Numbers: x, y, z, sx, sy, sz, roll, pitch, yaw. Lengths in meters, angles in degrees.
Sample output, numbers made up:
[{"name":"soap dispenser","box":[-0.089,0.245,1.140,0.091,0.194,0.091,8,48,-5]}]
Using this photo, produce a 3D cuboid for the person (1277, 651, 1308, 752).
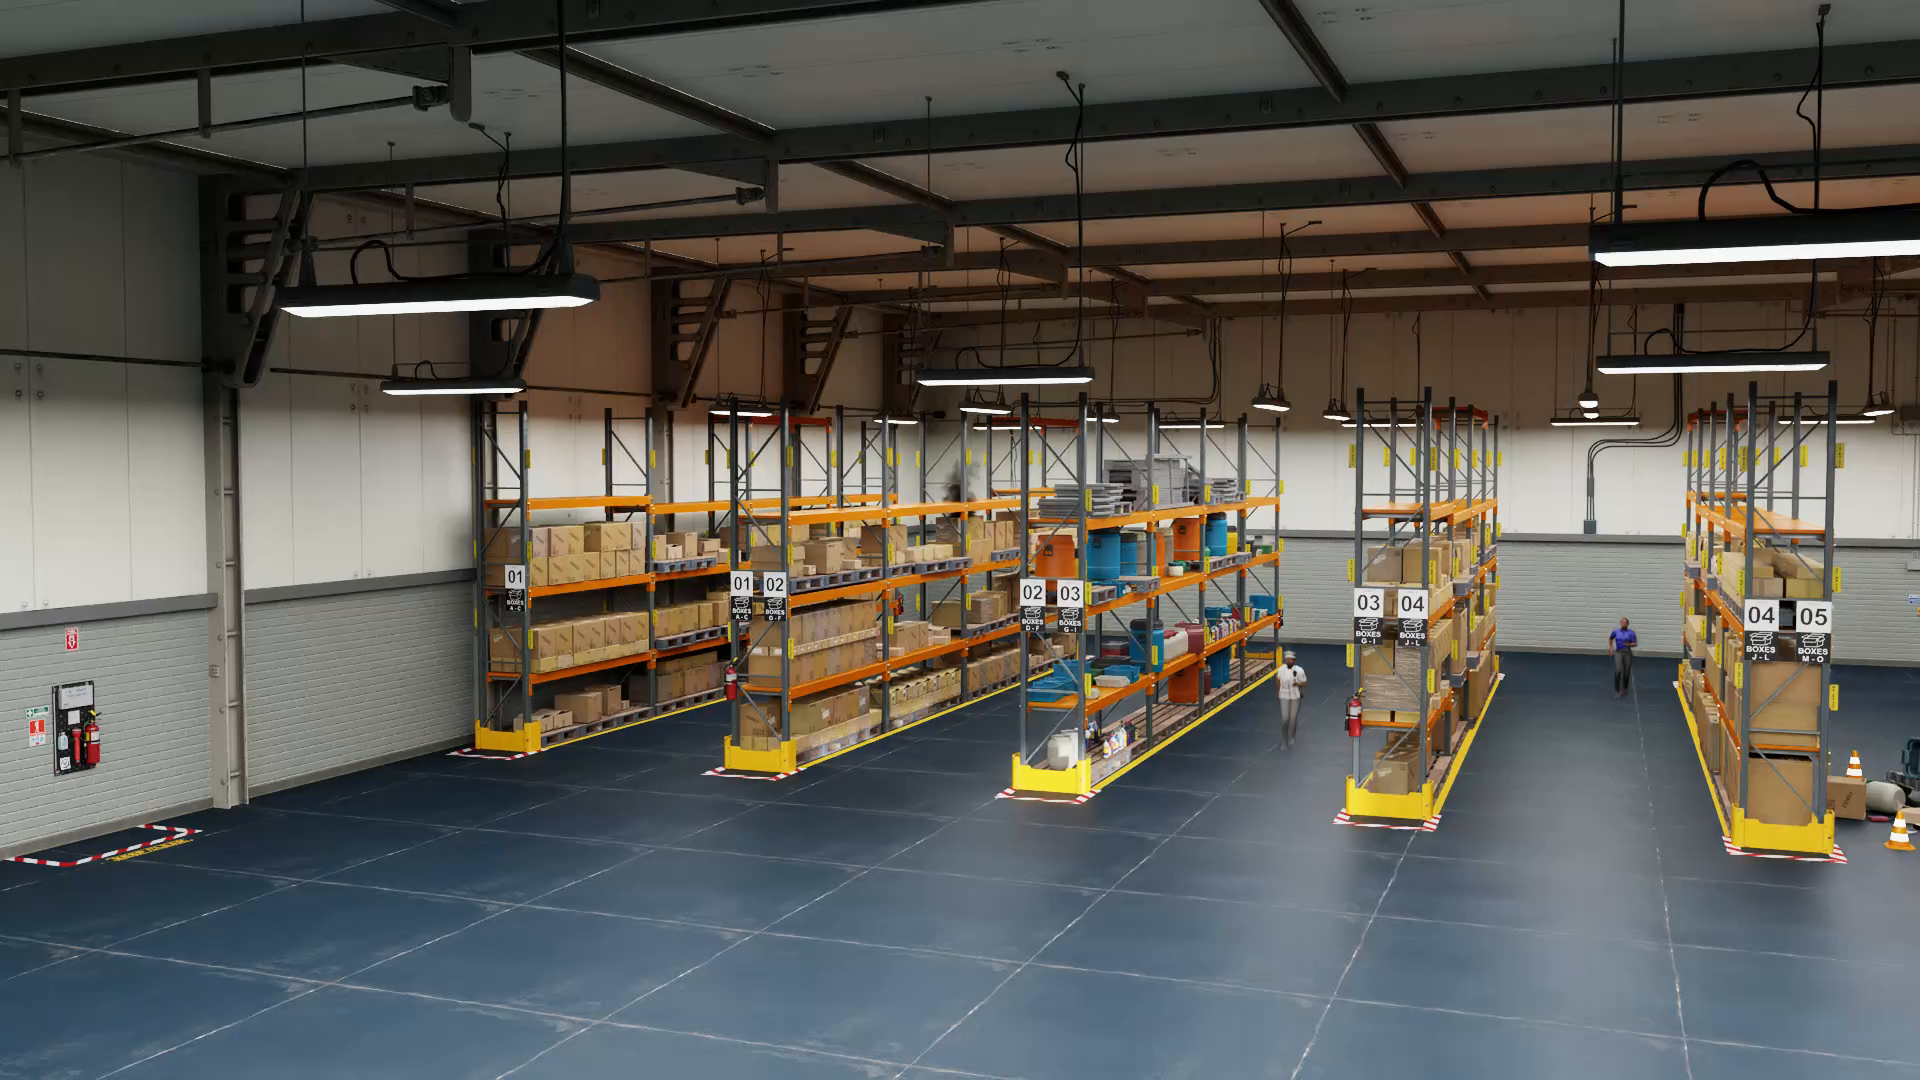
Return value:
[{"name":"person","box":[5.721,2.778,28.683,0.546,1.766,0.756,1,3,15]}]

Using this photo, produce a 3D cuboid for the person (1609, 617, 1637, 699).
[{"name":"person","box":[13.909,2.483,34.887,0.544,1.721,0.743,1,3,19]}]
